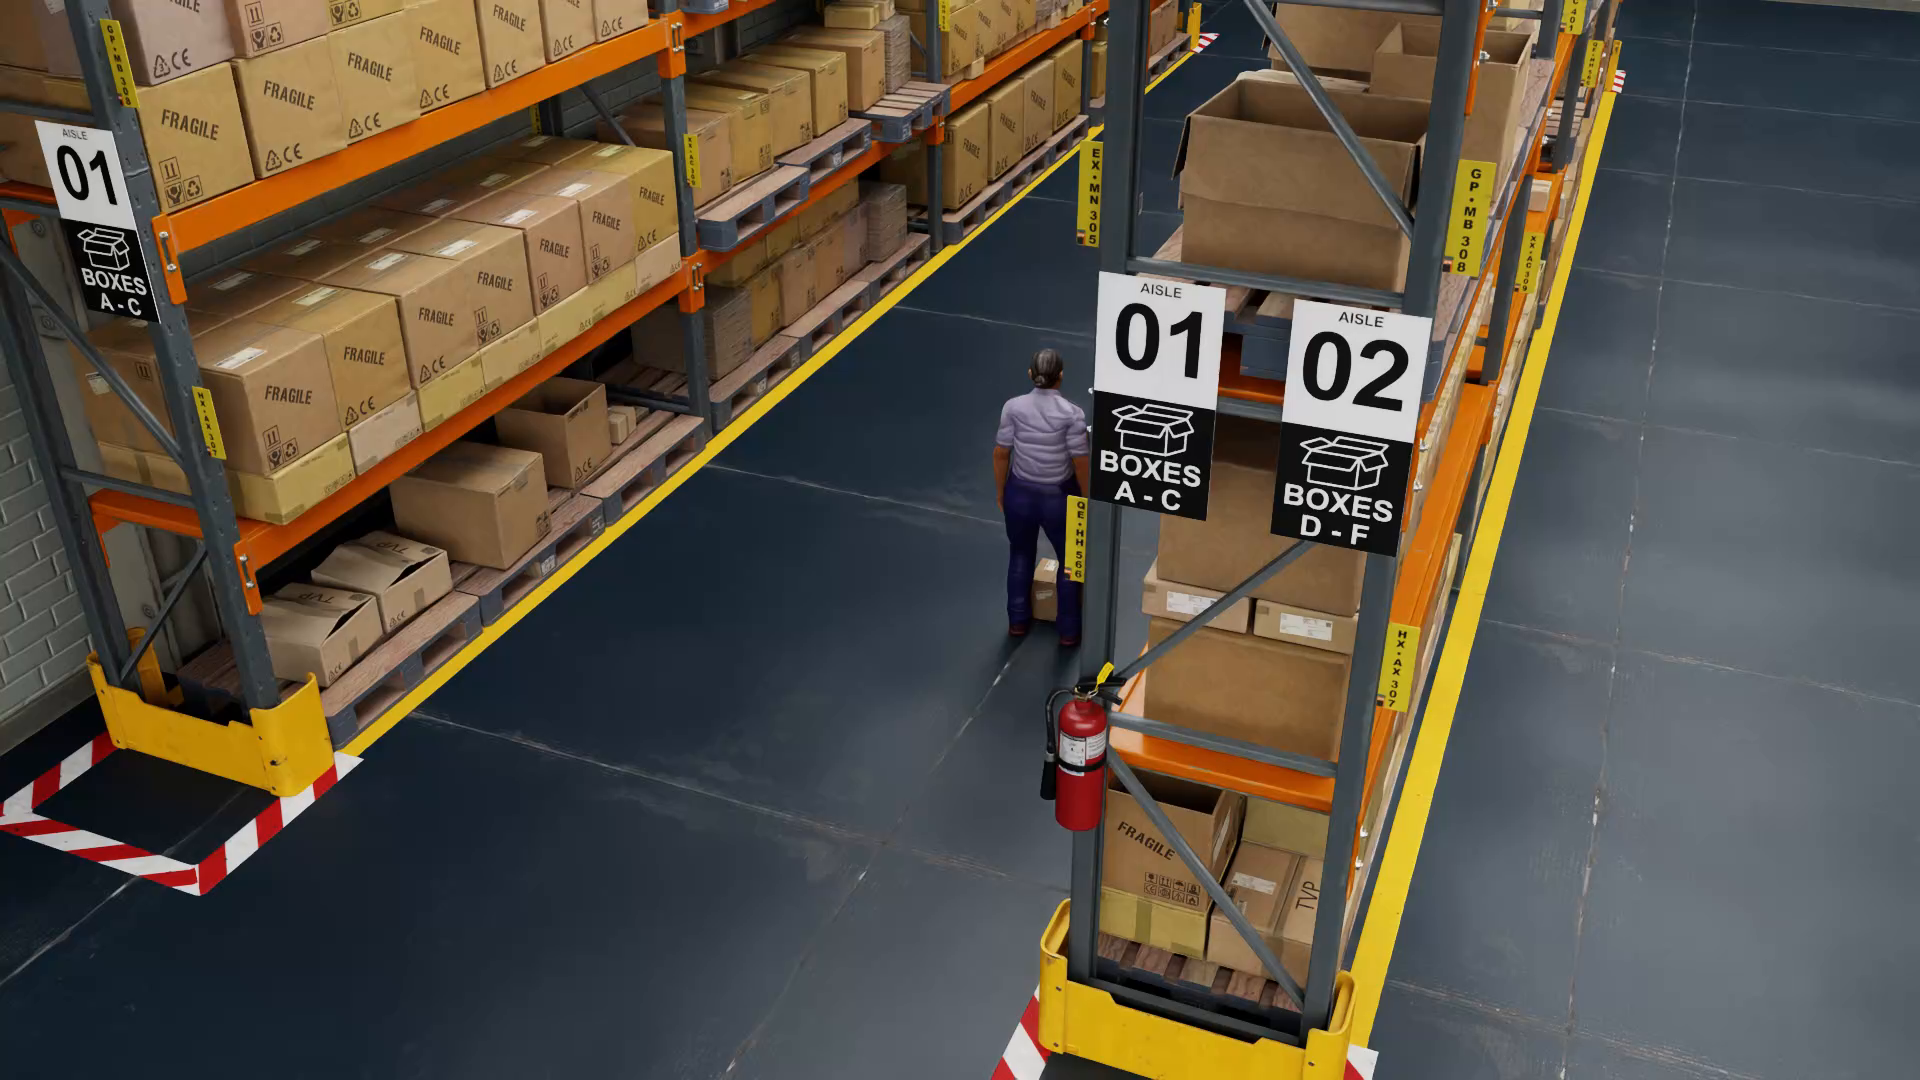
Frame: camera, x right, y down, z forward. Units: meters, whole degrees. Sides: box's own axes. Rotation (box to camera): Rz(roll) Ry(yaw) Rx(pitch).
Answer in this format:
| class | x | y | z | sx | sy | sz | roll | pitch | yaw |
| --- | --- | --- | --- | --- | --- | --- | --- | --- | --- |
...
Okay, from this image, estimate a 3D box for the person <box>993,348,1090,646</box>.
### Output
| class | x | y | z | sx | sy | sz | roll | pitch | yaw |
| --- | --- | --- | --- | --- | --- | --- | --- | --- | --- |
| person | 0.454 | -0.214 | 8.771 | 0.564 | 1.652 | 0.374 | 10 | 31 | 17 |
